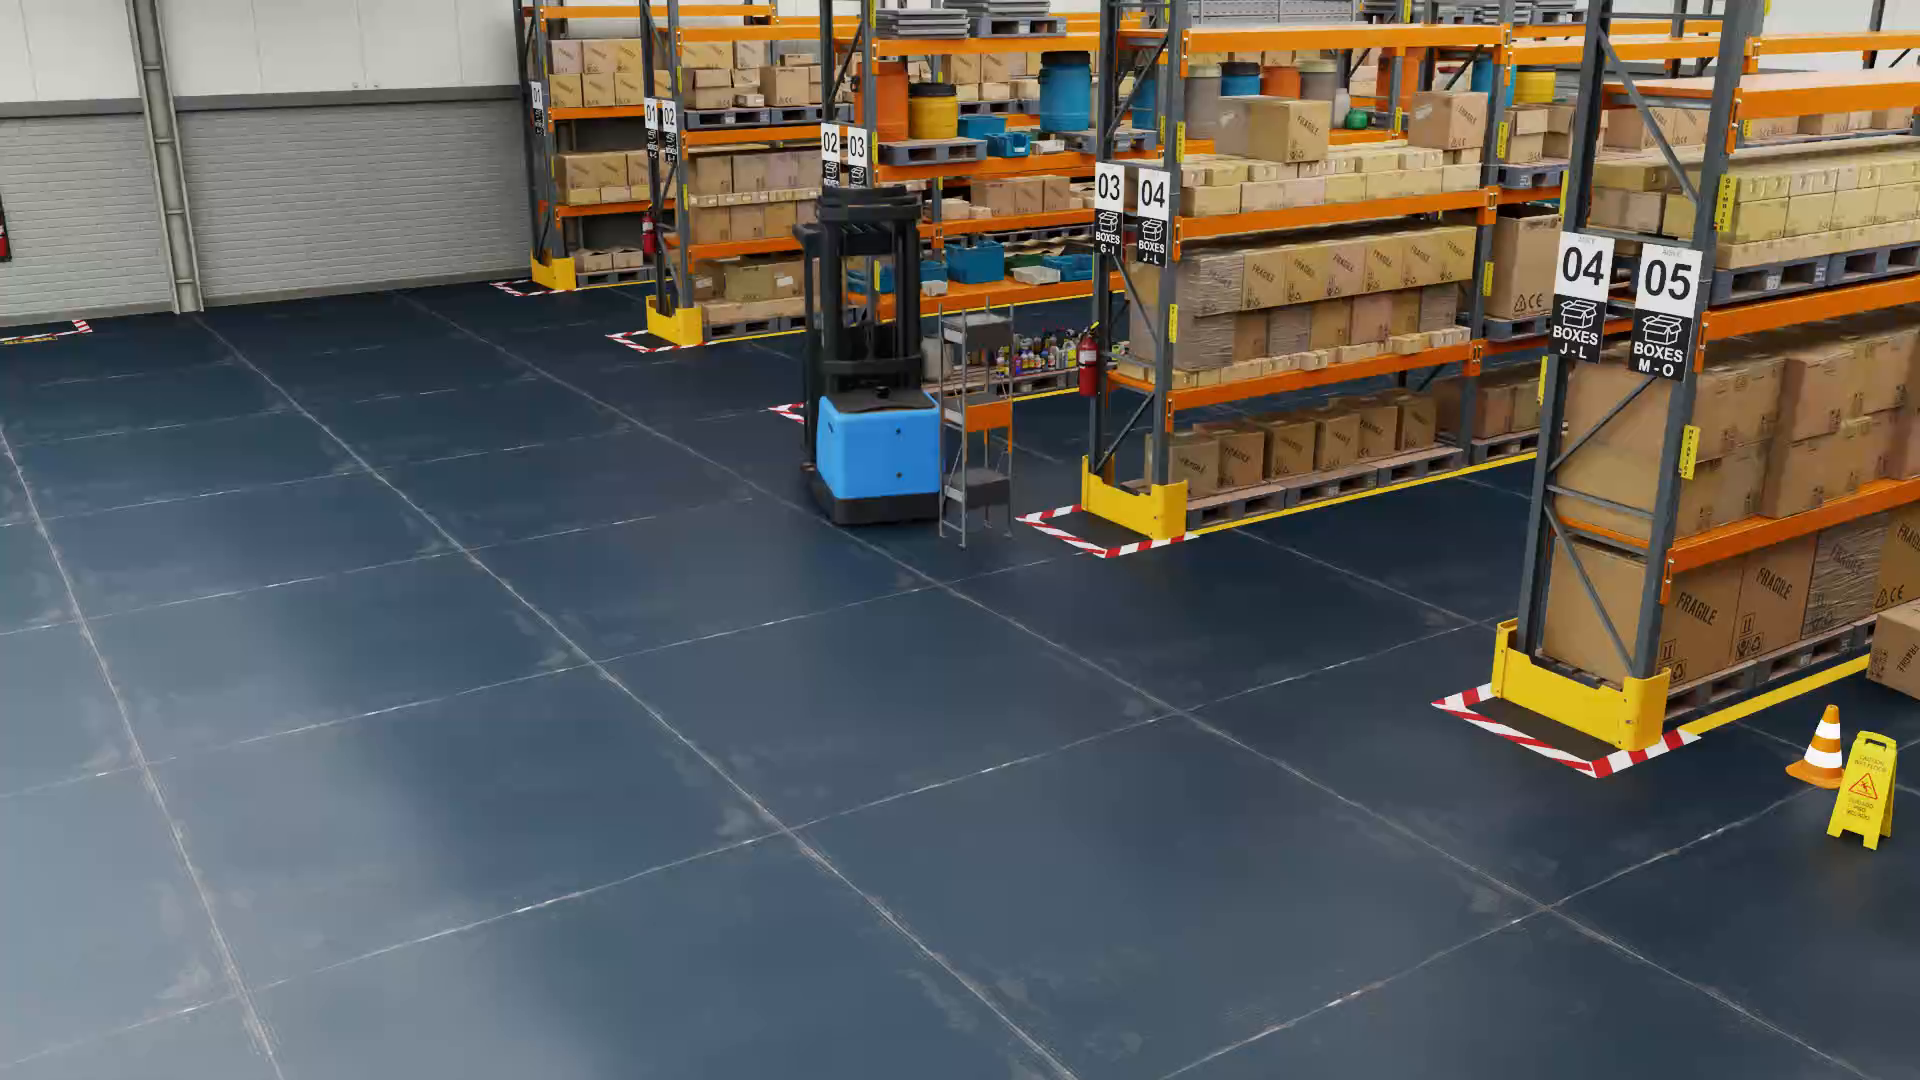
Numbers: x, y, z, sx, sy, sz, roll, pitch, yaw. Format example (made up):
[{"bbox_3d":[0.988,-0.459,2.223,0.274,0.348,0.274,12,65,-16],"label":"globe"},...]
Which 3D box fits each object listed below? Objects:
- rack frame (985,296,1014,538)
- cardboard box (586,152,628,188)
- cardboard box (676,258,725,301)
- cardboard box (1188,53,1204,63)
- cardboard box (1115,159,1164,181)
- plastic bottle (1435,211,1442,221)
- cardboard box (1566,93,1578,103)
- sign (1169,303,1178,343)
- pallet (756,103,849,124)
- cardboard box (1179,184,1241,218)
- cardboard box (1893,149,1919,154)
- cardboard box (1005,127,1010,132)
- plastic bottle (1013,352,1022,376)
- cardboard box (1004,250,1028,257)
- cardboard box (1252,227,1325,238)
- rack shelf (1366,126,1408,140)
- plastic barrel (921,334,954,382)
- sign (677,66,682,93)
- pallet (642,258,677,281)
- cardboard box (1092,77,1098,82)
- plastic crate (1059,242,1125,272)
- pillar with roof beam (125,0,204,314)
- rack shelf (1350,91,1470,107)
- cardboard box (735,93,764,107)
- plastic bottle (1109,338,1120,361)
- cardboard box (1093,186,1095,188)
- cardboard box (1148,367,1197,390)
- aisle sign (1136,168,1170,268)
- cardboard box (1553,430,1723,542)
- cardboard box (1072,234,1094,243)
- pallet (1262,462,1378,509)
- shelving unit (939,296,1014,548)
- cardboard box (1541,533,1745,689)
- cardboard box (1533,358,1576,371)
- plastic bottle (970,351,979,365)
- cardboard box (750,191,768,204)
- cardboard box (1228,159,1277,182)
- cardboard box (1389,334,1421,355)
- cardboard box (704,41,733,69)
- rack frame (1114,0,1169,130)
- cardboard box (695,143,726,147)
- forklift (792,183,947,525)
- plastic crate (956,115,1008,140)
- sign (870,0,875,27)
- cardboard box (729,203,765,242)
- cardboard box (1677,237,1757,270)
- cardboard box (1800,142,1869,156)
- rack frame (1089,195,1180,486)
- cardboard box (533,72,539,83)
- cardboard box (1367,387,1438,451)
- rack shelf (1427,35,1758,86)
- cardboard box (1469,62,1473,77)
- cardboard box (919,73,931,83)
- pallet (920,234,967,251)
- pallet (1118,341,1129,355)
[{"bbox_3d":[0.342,-1.067,14.622,0.015,2.100,0.400,-12,22,-31],"label":"rack frame"},{"bbox_3d":[-5.675,-5.940,26.664,0.500,0.500,0.500,-12,22,-31],"label":"cardboard box"},{"bbox_3d":[-3.645,-3.660,23.353,0.500,0.500,0.500,-12,22,-31],"label":"cardboard box"},{"bbox_3d":[3.546,-7.750,26.585,0.500,0.500,0.500,-12,22,-31],"label":"cardboard box"},{"bbox_3d":[1.576,-3.255,14.617,0.250,0.149,0.380,-12,22,-31],"label":"cardboard box"},{"bbox_3d":[6.953,-4.754,24.200,0.185,0.351,0.144,-12,22,-31],"label":"plastic bottle"},{"bbox_3d":[6.821,-4.505,17.767,0.500,0.500,0.500,-13,22,-33],"label":"cardboard box"},{"bbox_3d":[1.814,-1.849,14.178,0.005,0.325,0.100,-12,22,-31],"label":"sign"},{"bbox_3d":[-2.305,-5.947,23.107,1.213,0.211,1.003,-12,22,-31],"label":"pallet"},{"bbox_3d":[2.060,-2.949,14.336,0.500,0.250,0.500,-11,22,-30],"label":"cardboard box"},{"bbox_3d":[6.524,-2.541,11.230,0.250,0.149,0.380,-12,22,-31],"label":"cardboard box"},{"bbox_3d":[0.570,-7.537,30.531,0.500,0.250,0.500,-11,22,-30],"label":"cardboard box"},{"bbox_3d":[0.677,-2.101,19.831,0.133,0.283,0.061,-11,22,-31],"label":"plastic bottle"},{"bbox_3d":[0.746,-4.285,25.498,0.500,0.311,0.500,-13,22,-33],"label":"cardboard box"},{"bbox_3d":[3.095,-2.671,15.782,0.500,0.500,0.500,-12,22,-31],"label":"cardboard box"},{"bbox_3d":[7.144,-5.750,23.509,4.000,0.370,1.077,-12,22,-31],"label":"rack shelf"},{"bbox_3d":[-0.282,-2.154,19.660,0.421,0.512,0.421,0,19,0],"label":"plastic barrel"},{"bbox_3d":[-3.629,-5.957,21.510,0.005,0.325,0.100,-12,22,-31],"label":"sign"},{"bbox_3d":[-4.878,-4.598,28.016,1.213,0.211,1.003,-12,22,-31],"label":"pallet"},{"bbox_3d":[1.976,-7.000,25.661,0.500,0.250,0.500,-11,22,-30],"label":"cardboard box"},{"bbox_3d":[1.625,-3.525,20.586,0.504,0.338,0.767,-12,22,-31],"label":"plastic crate"},{"bbox_3d":[-9.191,-6.547,20.059,0.400,9.000,9.100,-12,22,-31],"label":"pillar with roof beam"},{"bbox_3d":[7.763,-7.780,29.514,4.000,0.370,1.077,-12,22,-31],"label":"rack shelf"},{"bbox_3d":[-2.850,-5.961,22.529,0.250,0.149,0.380,-12,22,-31],"label":"cardboard box"},{"bbox_3d":[1.912,-2.362,20.601,0.133,0.283,0.061,-11,21,-29],"label":"plastic bottle"},{"bbox_3d":[2.424,-5.549,26.613,0.500,0.311,0.500,-10,21,-28],"label":"cardboard box"},{"bbox_3d":[1.885,-1.451,14.746,0.250,0.149,0.380,-12,22,-31],"label":"cardboard box"},{"bbox_3d":[1.629,-2.724,14.060,0.004,0.787,0.394,-12,22,-31],"label":"aisle sign"},{"bbox_3d":[4.444,-0.388,10.974,0.550,0.550,0.875,-12,22,-31],"label":"cardboard box"},{"bbox_3d":[2.153,-4.792,26.996,0.500,0.311,0.500,-11,22,-30],"label":"cardboard box"},{"bbox_3d":[3.295,-0.623,16.259,1.213,0.211,1.003,-12,22,-31],"label":"pallet"},{"bbox_3d":[0.138,-1.024,14.495,0.503,2.100,0.431,-12,22,-31],"label":"shelving unit"},{"bbox_3d":[4.689,0.431,11.447,0.875,0.875,0.875,-12,22,-31],"label":"cardboard box"},{"bbox_3d":[6.723,-1.691,18.279,0.500,0.500,0.700,-10,21,-27],"label":"cardboard box"},{"bbox_3d":[0.172,-2.296,20.408,0.133,0.283,0.061,-11,22,-30],"label":"plastic bottle"},{"bbox_3d":[-2.843,-4.735,22.898,0.250,0.149,0.380,-12,22,-32],"label":"cardboard box"},{"bbox_3d":[2.553,-3.235,14.559,0.250,0.149,0.380,-11,22,-29],"label":"cardboard box"},{"bbox_3d":[4.235,-1.909,16.101,0.250,0.149,0.380,-12,22,-31],"label":"cardboard box"},{"bbox_3d":[-4.040,-7.954,27.156,0.500,0.500,0.500,-11,21,-28],"label":"cardboard box"},{"bbox_3d":[2.133,-6.455,19.788,0.127,3.000,1.000,-12,22,-31],"label":"rack frame"},{"bbox_3d":[-4.258,-6.440,28.141,0.500,0.500,0.500,-12,22,-32],"label":"cardboard box"},{"bbox_3d":[-0.974,-1.960,15.964,1.130,2.935,3.031,-5,19,-13],"label":"forklift"},{"bbox_3d":[0.219,-4.738,19.418,0.575,0.384,0.392,-12,22,-31],"label":"plastic crate"},{"bbox_3d":[-0.909,-5.504,17.300,0.005,0.325,0.100,-12,22,-31],"label":"sign"},{"bbox_3d":[-3.096,-4.454,23.080,0.500,0.500,0.700,-11,22,-30],"label":"cardboard box"},{"bbox_3d":[4.622,-1.762,10.170,0.250,0.149,0.380,-12,22,-31],"label":"cardboard box"},{"bbox_3d":[6.159,-2.716,11.748,0.250,0.149,0.380,-12,22,-31],"label":"cardboard box"},{"bbox_3d":[1.516,-1.584,14.746,0.127,3.000,1.000,-12,22,-31],"label":"rack frame"},{"bbox_3d":[-6.448,-7.177,26.421,0.500,0.500,0.500,-10,21,-28],"label":"cardboard box"},{"bbox_3d":[4.500,-1.243,16.986,0.500,0.500,0.500,-13,22,-33],"label":"cardboard box"},{"bbox_3d":[6.527,-4.952,17.090,4.000,0.370,1.077,-12,22,-31],"label":"rack shelf"},{"bbox_3d":[9.145,-8.480,29.916,0.500,0.250,0.500,-12,22,-31],"label":"cardboard box"},{"bbox_3d":[-0.428,-8.157,29.613,0.500,0.311,0.500,-12,22,-31],"label":"cardboard box"},{"bbox_3d":[-0.629,-5.509,30.711,1.213,0.211,1.003,-12,22,-31],"label":"pallet"},{"bbox_3d":[2.767,-2.441,21.635,1.213,0.211,1.003,-12,22,-31],"label":"pallet"}]
